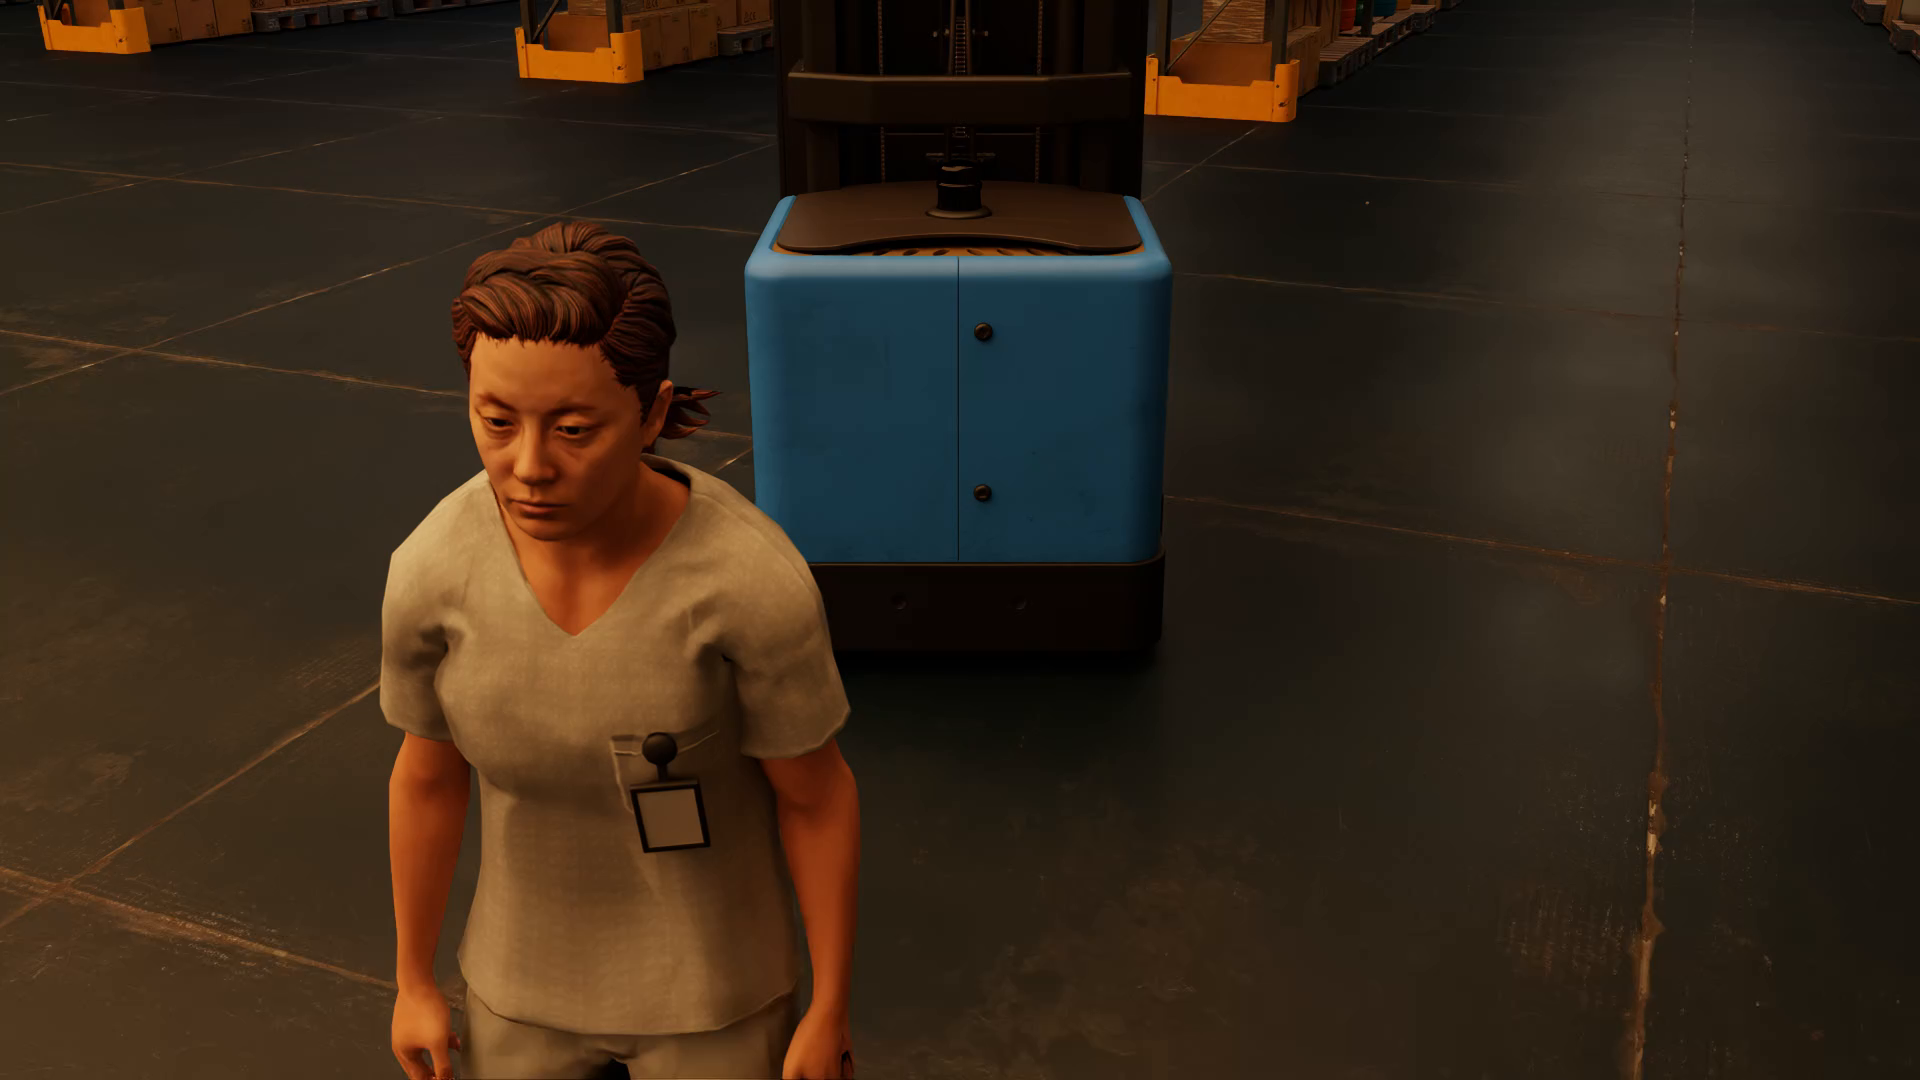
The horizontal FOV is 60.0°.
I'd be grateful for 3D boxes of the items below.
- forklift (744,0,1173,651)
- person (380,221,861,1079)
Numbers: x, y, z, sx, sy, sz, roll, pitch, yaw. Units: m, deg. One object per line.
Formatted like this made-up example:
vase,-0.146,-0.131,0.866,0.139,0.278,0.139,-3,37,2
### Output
forklift,0.002,-1.587,5.089,1.130,2.935,3.031,0,23,0
person,-0.354,0.488,1.759,0.504,1.673,0.353,2,23,6
